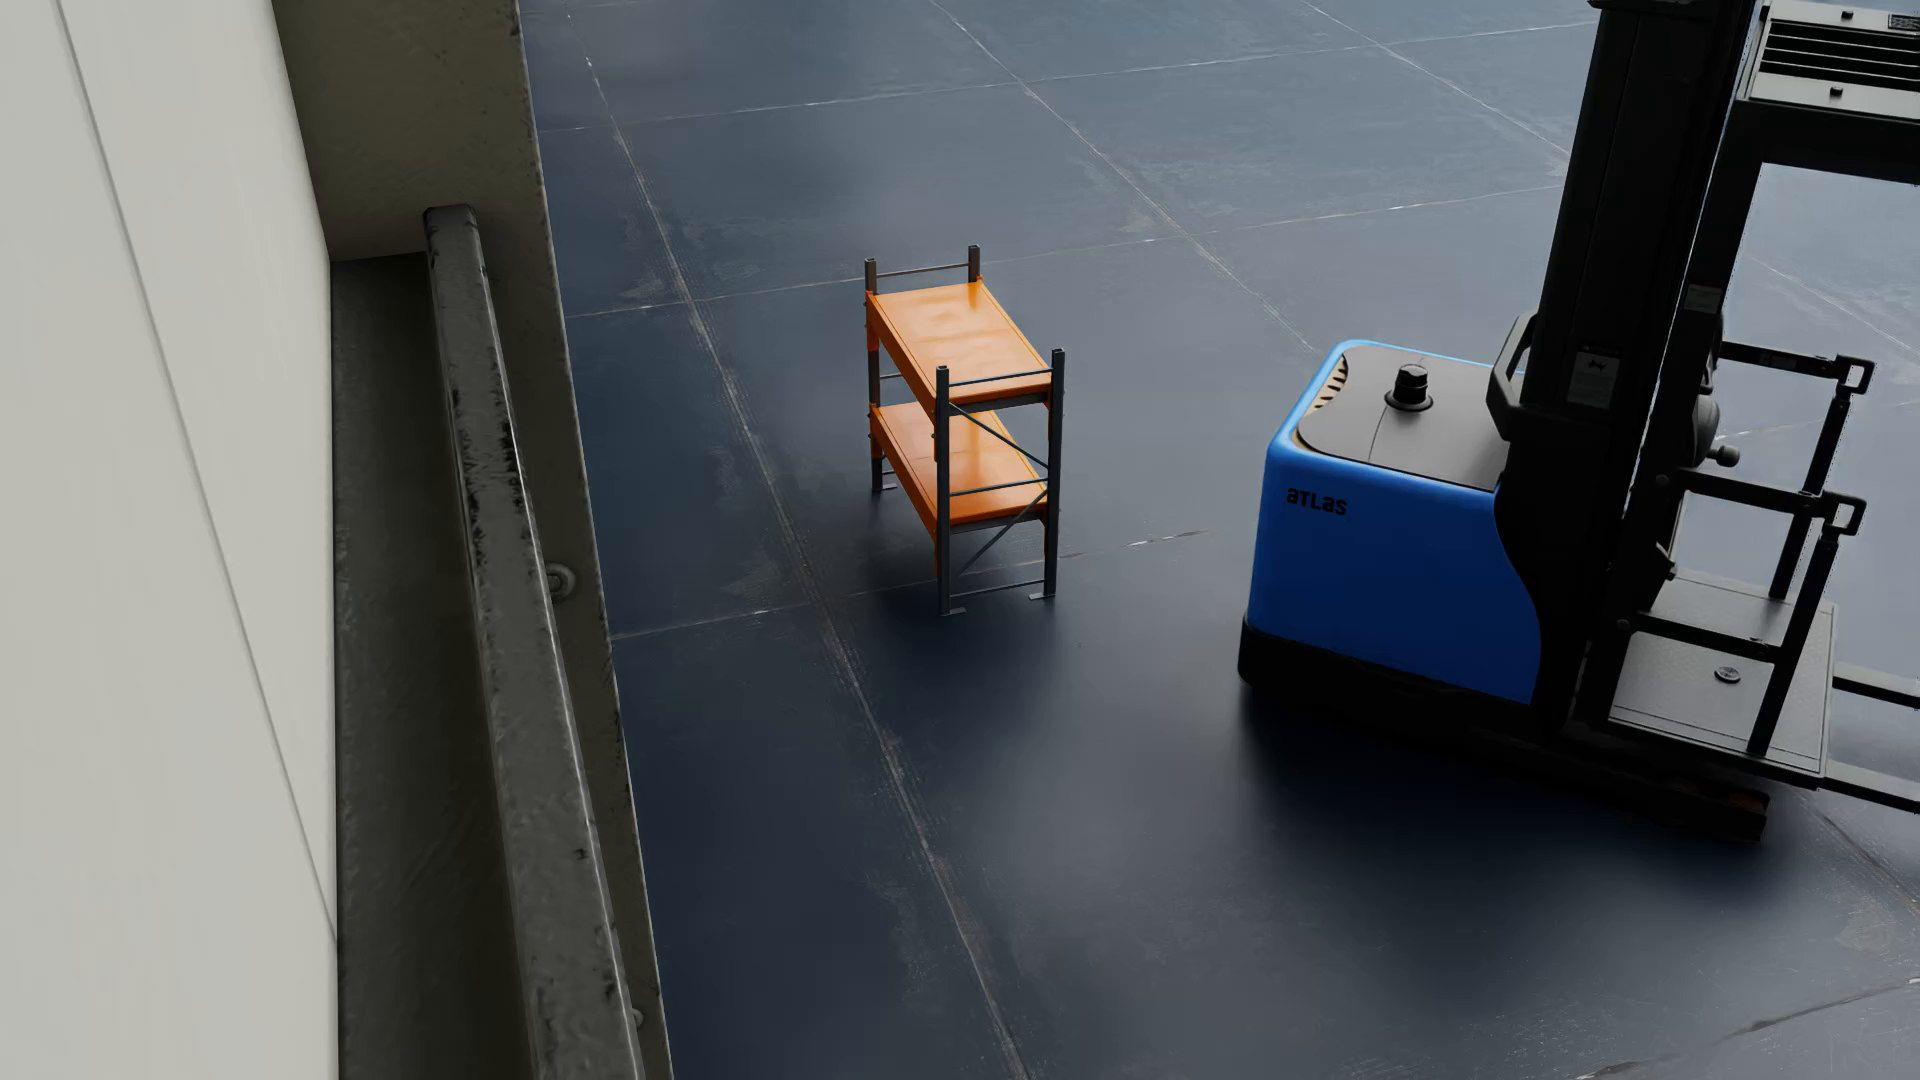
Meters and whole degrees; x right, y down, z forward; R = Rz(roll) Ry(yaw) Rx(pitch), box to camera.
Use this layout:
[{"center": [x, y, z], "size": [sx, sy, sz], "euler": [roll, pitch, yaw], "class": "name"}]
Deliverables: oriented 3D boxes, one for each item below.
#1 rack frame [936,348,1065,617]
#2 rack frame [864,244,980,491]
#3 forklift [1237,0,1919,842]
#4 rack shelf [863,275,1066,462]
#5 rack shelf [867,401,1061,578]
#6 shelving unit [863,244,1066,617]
[{"center": [0.153, -0.206, 6.504], "size": [0.500, 1.125, 0.032], "euler": [-10, 35, -15], "class": "rack frame"}, {"center": [-0.157, -0.740, 7.312], "size": [0.500, 1.125, 0.032], "euler": [-10, 35, -15], "class": "rack frame"}, {"center": [2.612, -0.532, 5.359], "size": [3.031, 2.935, 1.130], "euler": [15, 36, 21], "class": "forklift"}, {"center": [-0.002, -0.717, 6.746], "size": [0.538, 0.278, 1.000], "euler": [-10, 35, -15], "class": "rack shelf"}, {"center": [-0.002, -0.269, 7.043], "size": [0.538, 0.278, 1.000], "euler": [-10, 35, -15], "class": "rack shelf"}, {"center": [-0.002, -0.473, 6.908], "size": [0.538, 1.125, 1.048], "euler": [-10, 35, -15], "class": "shelving unit"}]
